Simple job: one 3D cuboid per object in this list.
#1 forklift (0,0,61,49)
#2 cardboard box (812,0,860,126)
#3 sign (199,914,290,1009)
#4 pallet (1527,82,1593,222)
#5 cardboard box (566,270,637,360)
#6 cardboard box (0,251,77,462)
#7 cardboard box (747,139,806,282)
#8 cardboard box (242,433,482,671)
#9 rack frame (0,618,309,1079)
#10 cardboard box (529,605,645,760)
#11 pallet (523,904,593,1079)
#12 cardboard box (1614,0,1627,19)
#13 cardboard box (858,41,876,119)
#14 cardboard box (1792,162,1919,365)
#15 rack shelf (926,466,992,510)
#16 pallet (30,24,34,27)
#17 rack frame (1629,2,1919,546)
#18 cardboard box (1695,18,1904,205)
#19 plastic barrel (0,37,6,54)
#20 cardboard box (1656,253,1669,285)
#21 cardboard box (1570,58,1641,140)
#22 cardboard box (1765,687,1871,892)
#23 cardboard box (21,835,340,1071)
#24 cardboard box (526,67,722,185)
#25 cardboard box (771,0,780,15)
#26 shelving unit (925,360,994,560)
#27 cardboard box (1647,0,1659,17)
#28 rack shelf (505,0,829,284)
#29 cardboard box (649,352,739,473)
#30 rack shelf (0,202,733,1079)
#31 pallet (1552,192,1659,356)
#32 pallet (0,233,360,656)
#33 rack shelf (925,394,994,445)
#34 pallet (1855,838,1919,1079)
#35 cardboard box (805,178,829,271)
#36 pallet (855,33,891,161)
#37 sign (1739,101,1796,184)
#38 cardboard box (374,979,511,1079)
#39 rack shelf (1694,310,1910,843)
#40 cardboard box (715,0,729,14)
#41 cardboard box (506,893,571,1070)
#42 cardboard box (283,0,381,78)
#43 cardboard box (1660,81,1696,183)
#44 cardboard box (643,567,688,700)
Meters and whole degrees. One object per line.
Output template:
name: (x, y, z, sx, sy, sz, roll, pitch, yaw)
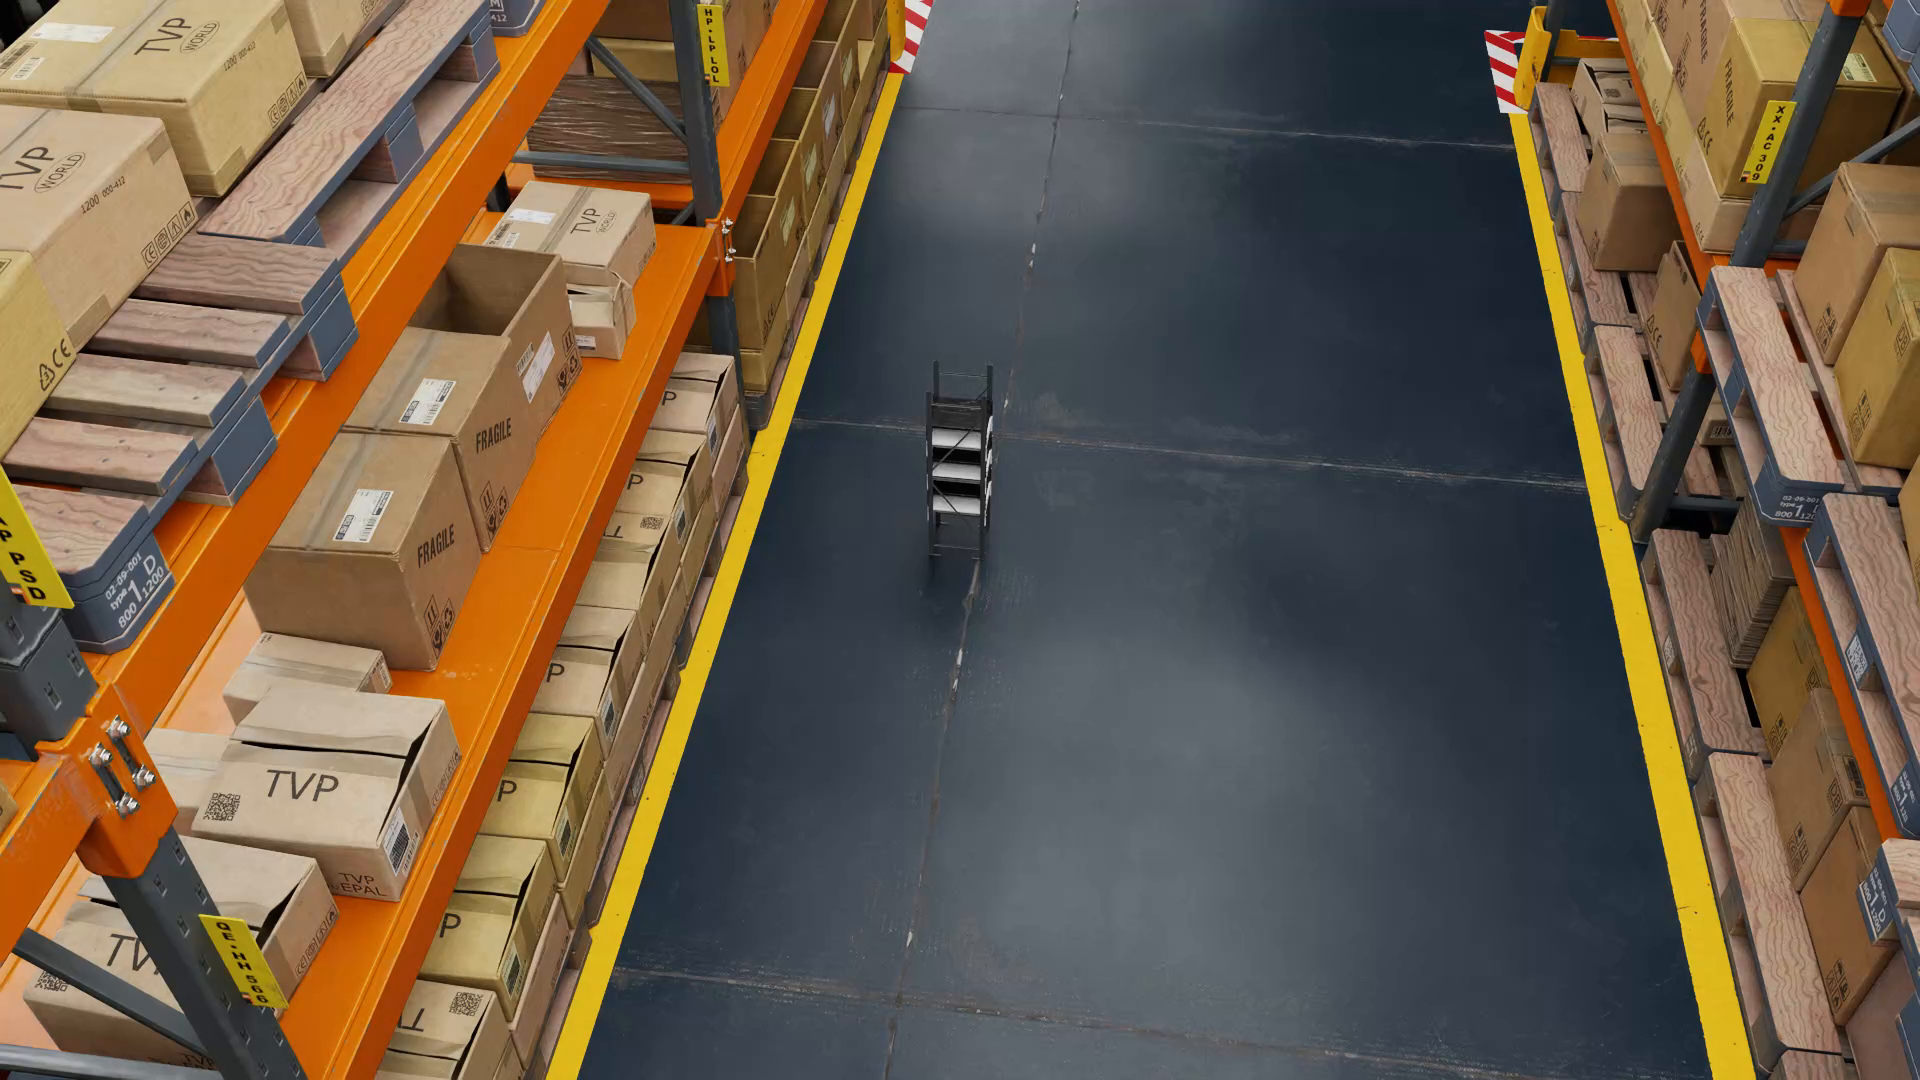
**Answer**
forklift: (-3.538, -1.655, 6.888, 1.130, 2.935, 3.031, 11, 45, 11)
cardboard box: (-0.837, -2.591, 8.976, 0.500, 0.500, 0.500, 5, 44, 6)
sign: (-1.461, 0.863, 3.394, 0.100, 0.325, 0.005, 5, 44, 6)
pallet: (3.815, -2.177, 9.418, 1.003, 0.211, 1.213, 5, 44, 6)
cardboard box: (-1.406, -0.849, 6.085, 0.396, 0.266, 0.258, 4, 44, 4)
cardboard box: (-1.996, -0.289, 3.018, 0.500, 0.250, 0.500, 2, 43, 2)
cardboard box: (-1.042, -1.569, 7.897, 0.500, 0.500, 0.500, 5, 44, 6)
cardboard box: (-1.795, 0.031, 4.985, 0.500, 0.500, 0.500, 3, 44, 3)
rack frame: (-2.001, 1.212, 3.810, 1.000, 3.000, 0.127, 5, 44, 6)
cardboard box: (-1.442, 0.468, 5.883, 0.500, 0.311, 0.500, 5, 44, 5)
pallet: (-1.853, 1.667, 5.358, 1.003, 0.211, 1.213, 5, 44, 6)
cardboard box: (3.461, -2.739, 8.078, 0.500, 0.250, 0.500, 5, 44, 5)
cardboard box: (-0.775, -2.660, 9.594, 0.500, 0.250, 0.500, 5, 44, 6)
cardboard box: (3.338, -0.918, 5.668, 0.700, 0.500, 0.500, 5, 44, 6)
rack shelf: (-0.001, -0.232, 7.042, 0.258, 0.077, 0.200, 5, 44, 6)
pallet: (-5.928, -3.071, 10.362, 1.003, 0.211, 1.213, 5, 44, 6)
rack frame: (3.439, -1.066, 6.216, 1.000, 3.000, 0.127, 5, 44, 6)
cardboard box: (3.195, -1.641, 6.373, 0.500, 0.500, 0.500, 5, 44, 5)
plastic barrel: (-5.930, -3.145, 9.916, 0.421, 0.512, 0.421, 0, 43, 0)
cardboard box: (3.670, -1.279, 8.195, 0.380, 0.149, 0.250, 2, 43, 2)
cardboard box: (3.787, -2.512, 9.379, 0.500, 0.311, 0.500, 1, 43, 1)
cardboard box: (3.232, 0.886, 5.653, 0.700, 0.500, 0.500, 6, 44, 6)
cardboard box: (-1.909, 1.001, 4.098, 0.500, 0.311, 0.500, 8, 44, 8)
cardboard box: (-1.419, -1.853, 6.975, 0.700, 0.500, 0.500, 4, 44, 4)
cardboard box: (-1.219, -2.904, 8.085, 0.700, 0.500, 0.500, 6, 44, 7)
shelving unit: (-0.001, -0.321, 6.957, 0.258, 0.900, 0.210, 5, 44, 6)
cardboard box: (3.401, -2.679, 7.469, 0.500, 0.500, 0.500, 6, 44, 7)
rack shelf: (-1.207, -2.616, 8.376, 1.077, 0.370, 4.000, 5, 44, 6)
cardboard box: (-1.241, -0.569, 6.978, 0.500, 0.311, 0.500, 5, 44, 6)
rack shelf: (-1.736, 0.110, 5.497, 1.077, 0.370, 4.000, 5, 44, 6)
pallet: (3.652, -1.348, 8.543, 1.003, 0.211, 1.213, 5, 44, 6)
pallet: (-1.999, -0.279, 3.341, 1.213, 0.211, 1.003, 7, 44, 7)
rack shelf: (-0.001, -0.493, 6.794, 0.258, 0.077, 0.200, 5, 44, 6)
pallet: (2.899, 1.234, 3.926, 1.213, 0.211, 1.003, 5, 44, 6)
cardboard box: (-0.968, -1.637, 8.514, 0.500, 0.250, 0.500, 5, 44, 6)
pallet: (-1.002, -2.702, 9.973, 1.003, 0.211, 1.213, 5, 44, 6)
sign: (2.900, -1.425, 5.965, 0.100, 0.325, 0.005, 5, 44, 6)
cardboard box: (-1.640, 1.524, 4.767, 0.500, 0.311, 0.500, 7, 44, 7)
rack shelf: (3.175, 0.558, 5.024, 1.077, 0.370, 4.000, 5, 44, 6)
cardboard box: (-1.179, -2.298, 6.973, 0.380, 0.149, 0.250, 4, 44, 4)
cardboard box: (-1.575, 1.385, 5.322, 0.500, 0.250, 0.500, 4, 44, 4)
cardboard box: (-1.785, -1.404, 4.195, 0.500, 0.250, 0.500, 2, 43, 2)
cardboard box: (3.275, -1.708, 6.989, 0.500, 0.250, 0.500, 5, 44, 6)
cardboard box: (-1.375, 0.334, 6.432, 0.500, 0.250, 0.500, 6, 44, 6)
